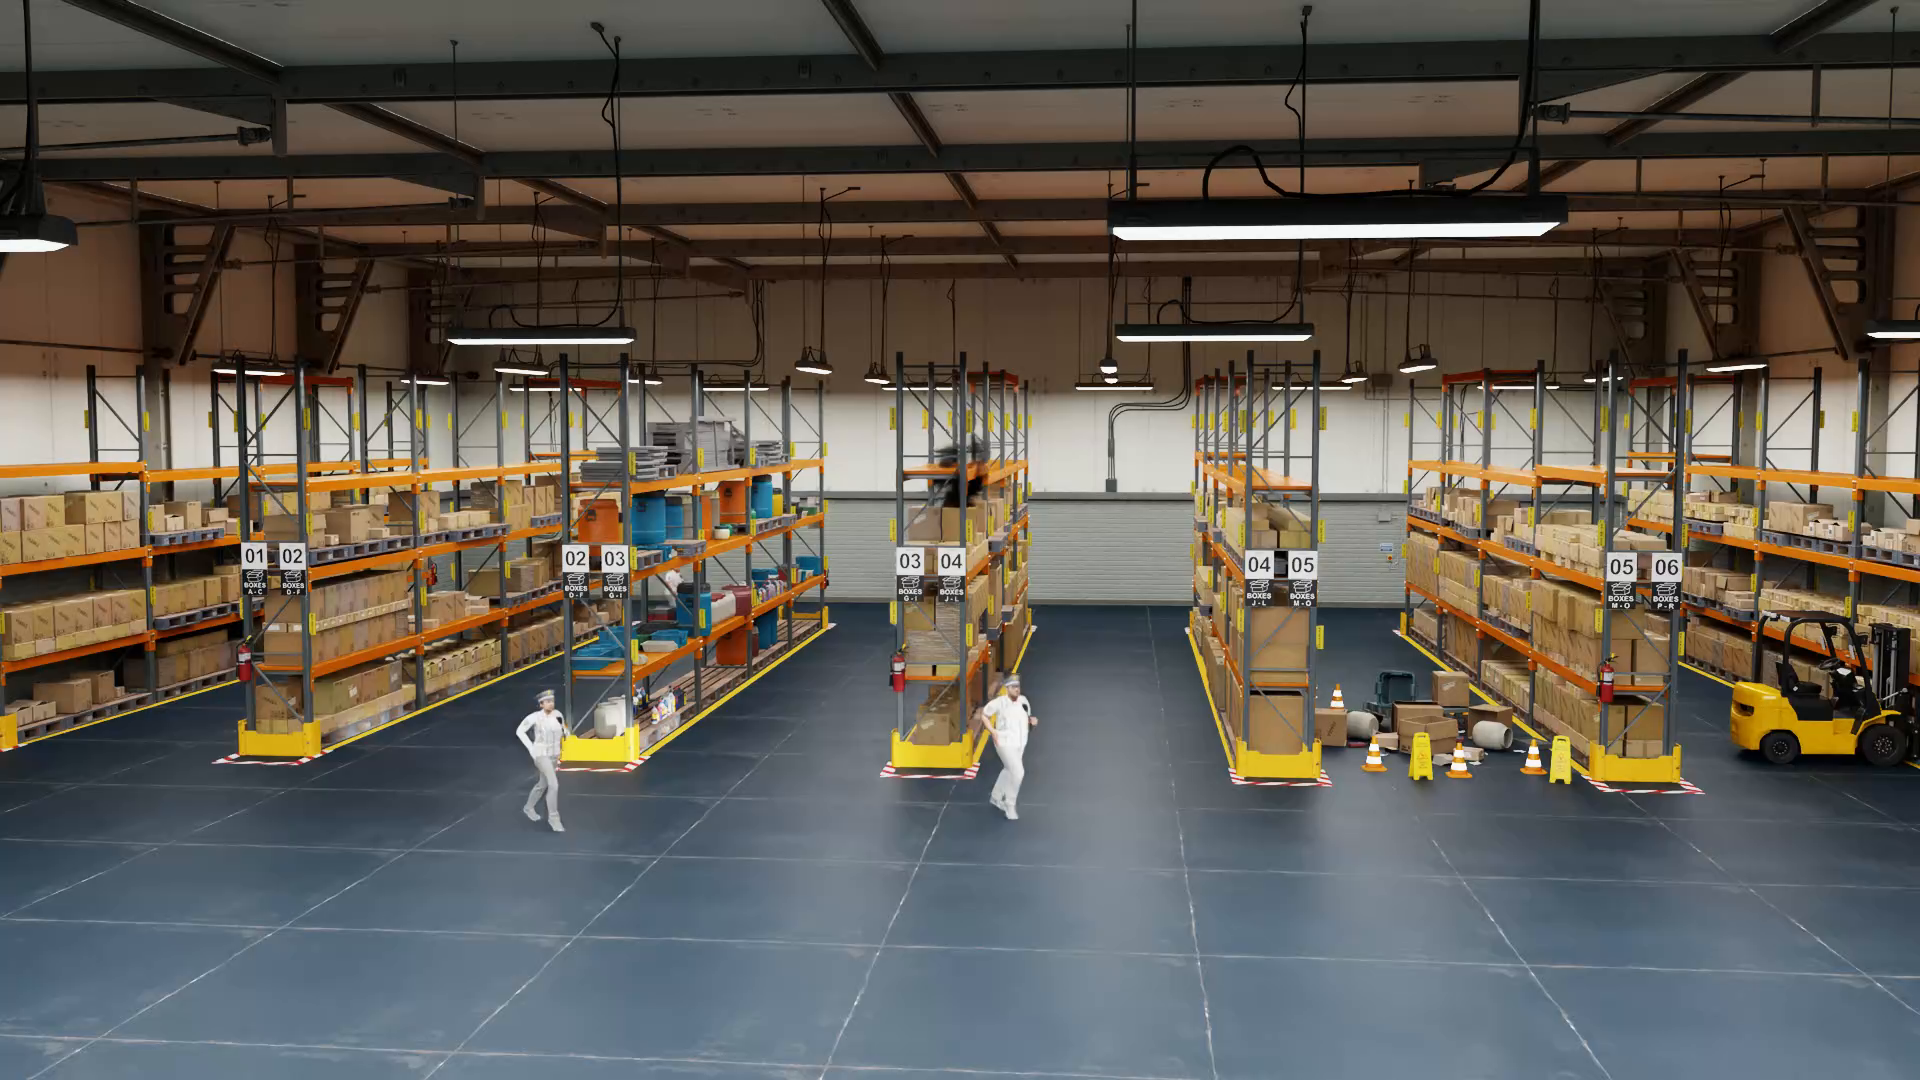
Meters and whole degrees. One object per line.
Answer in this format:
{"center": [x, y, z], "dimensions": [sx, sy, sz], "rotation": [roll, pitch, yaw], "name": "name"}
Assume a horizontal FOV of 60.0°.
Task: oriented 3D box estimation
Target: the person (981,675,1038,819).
{"center": [0.671, 2.636, 21.188], "dimensions": [0.624, 1.860, 0.764], "rotation": [-4, 6, -43], "name": "person"}

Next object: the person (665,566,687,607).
{"center": [-7.016, 1.303, 41.340], "dimensions": [0.613, 1.537, 0.758], "rotation": [3, 5, 38], "name": "person"}

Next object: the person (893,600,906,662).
{"center": [-1.161, 1.800, 33.893], "dimensions": [0.519, 1.644, 0.722], "rotation": [0, 4, -3], "name": "person"}

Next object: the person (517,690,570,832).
{"center": [-5.118, 2.707, 20.574], "dimensions": [0.776, 1.749, 0.584], "rotation": [3, 5, 34], "name": "person"}
